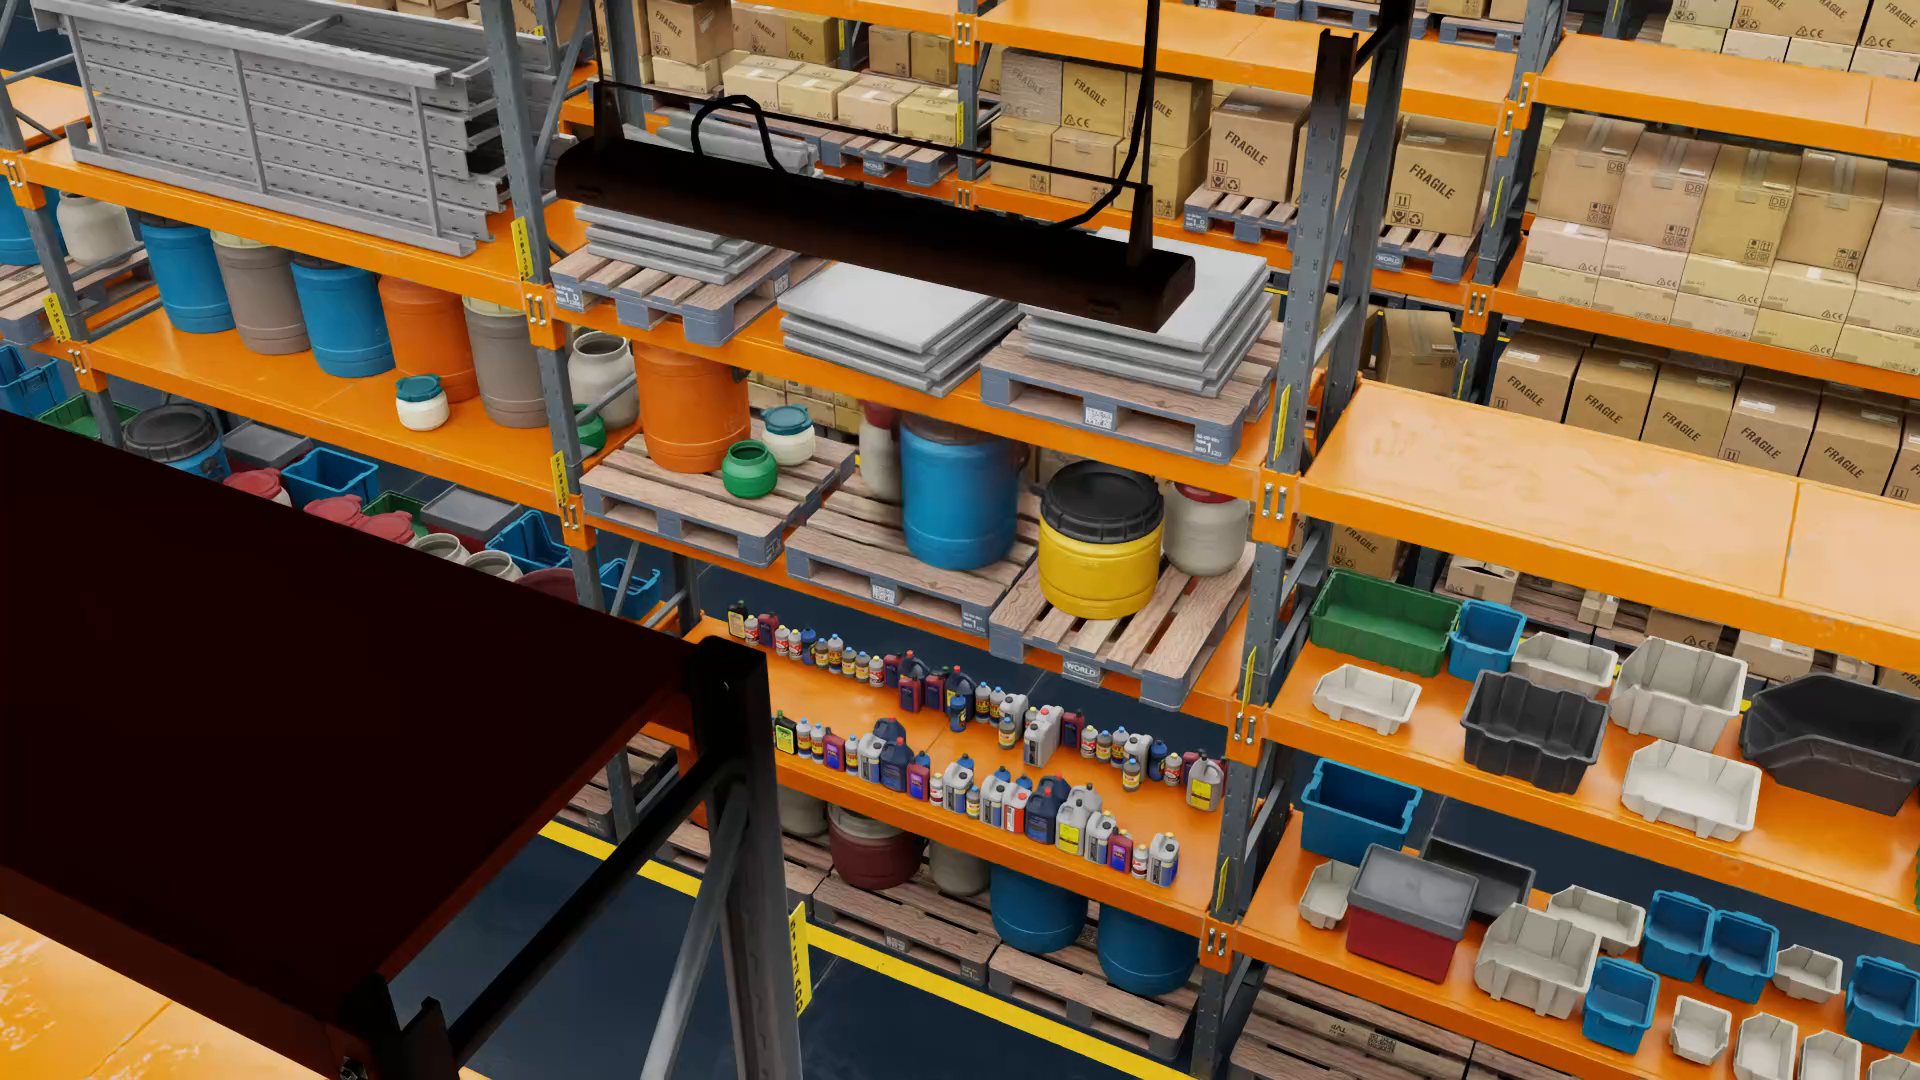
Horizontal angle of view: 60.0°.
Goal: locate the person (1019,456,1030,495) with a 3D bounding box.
[{"bbox_3d":[0.274,-0.241,12.700,1.068,1.720,0.510,5,35,6],"label":"person"}]
